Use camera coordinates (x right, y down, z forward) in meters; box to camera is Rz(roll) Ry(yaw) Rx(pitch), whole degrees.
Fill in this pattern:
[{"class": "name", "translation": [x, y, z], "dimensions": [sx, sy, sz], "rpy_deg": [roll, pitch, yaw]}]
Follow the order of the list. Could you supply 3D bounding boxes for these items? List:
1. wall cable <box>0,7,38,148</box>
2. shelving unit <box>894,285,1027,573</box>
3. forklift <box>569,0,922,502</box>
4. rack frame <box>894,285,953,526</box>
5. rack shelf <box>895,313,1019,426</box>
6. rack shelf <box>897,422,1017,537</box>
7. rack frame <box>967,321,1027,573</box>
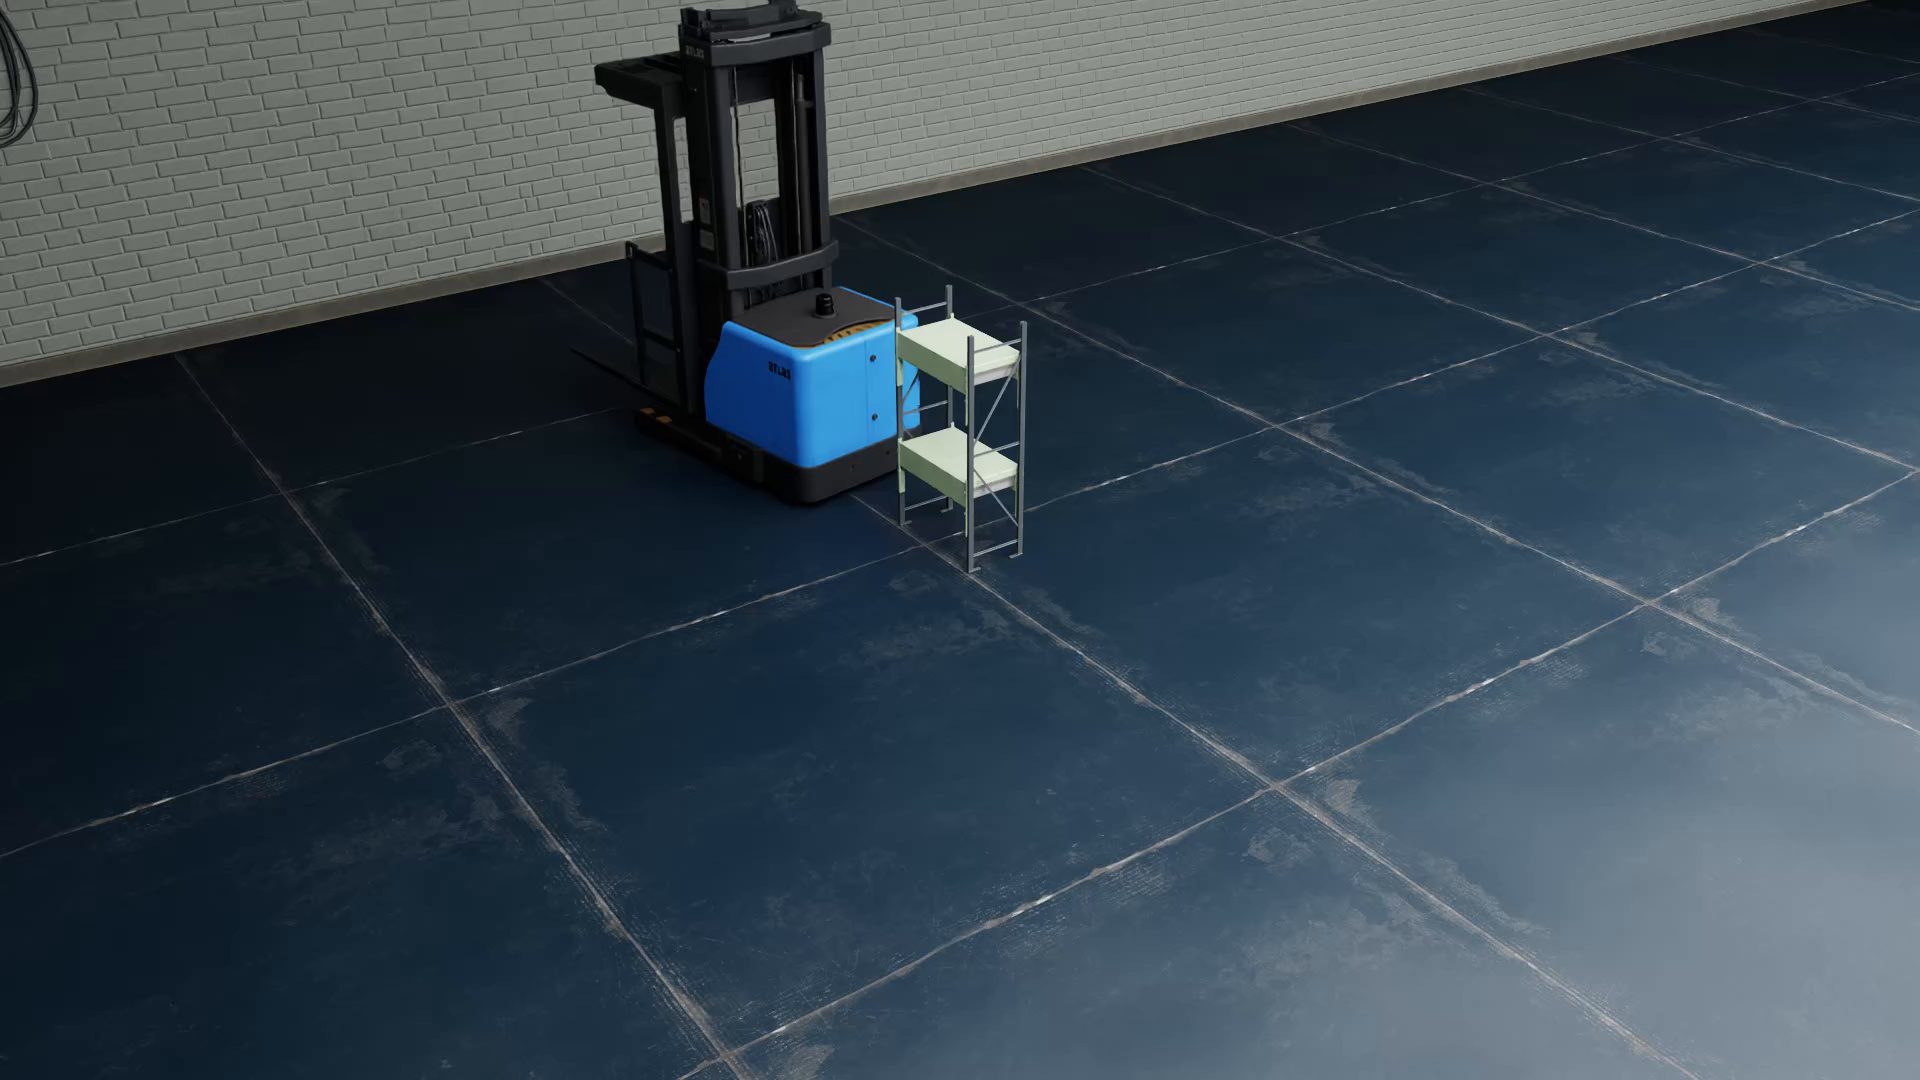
[{"class": "wall cable", "translation": [-7.736, -3.489, 10.499], "dimensions": [3.097, 2.526, 0.112], "rpy_deg": [-19, 34, -31]}, {"class": "shelving unit", "translation": [-0.004, -0.662, 9.897], "dimensions": [0.431, 1.500, 0.755], "rpy_deg": [-19, 34, -31]}, {"class": "forklift", "translation": [-1.638, -2.134, 11.108], "dimensions": [1.130, 2.935, 3.031], "rpy_deg": [-25, 37, -38]}, {"class": "rack frame", "translation": [-0.216, -0.804, 10.159], "dimensions": [0.400, 1.500, 0.023], "rpy_deg": [-19, 34, -31]}, {"class": "rack shelf", "translation": [-0.004, -1.005, 9.711], "dimensions": [0.431, 0.370, 0.720], "rpy_deg": [-19, 34, -31]}, {"class": "rack shelf", "translation": [-0.004, -0.375, 10.052], "dimensions": [0.431, 0.370, 0.720], "rpy_deg": [-19, 34, -31]}, {"class": "rack frame", "translation": [0.208, -0.519, 9.635], "dimensions": [0.400, 1.500, 0.023], "rpy_deg": [-19, 34, -31]}]
